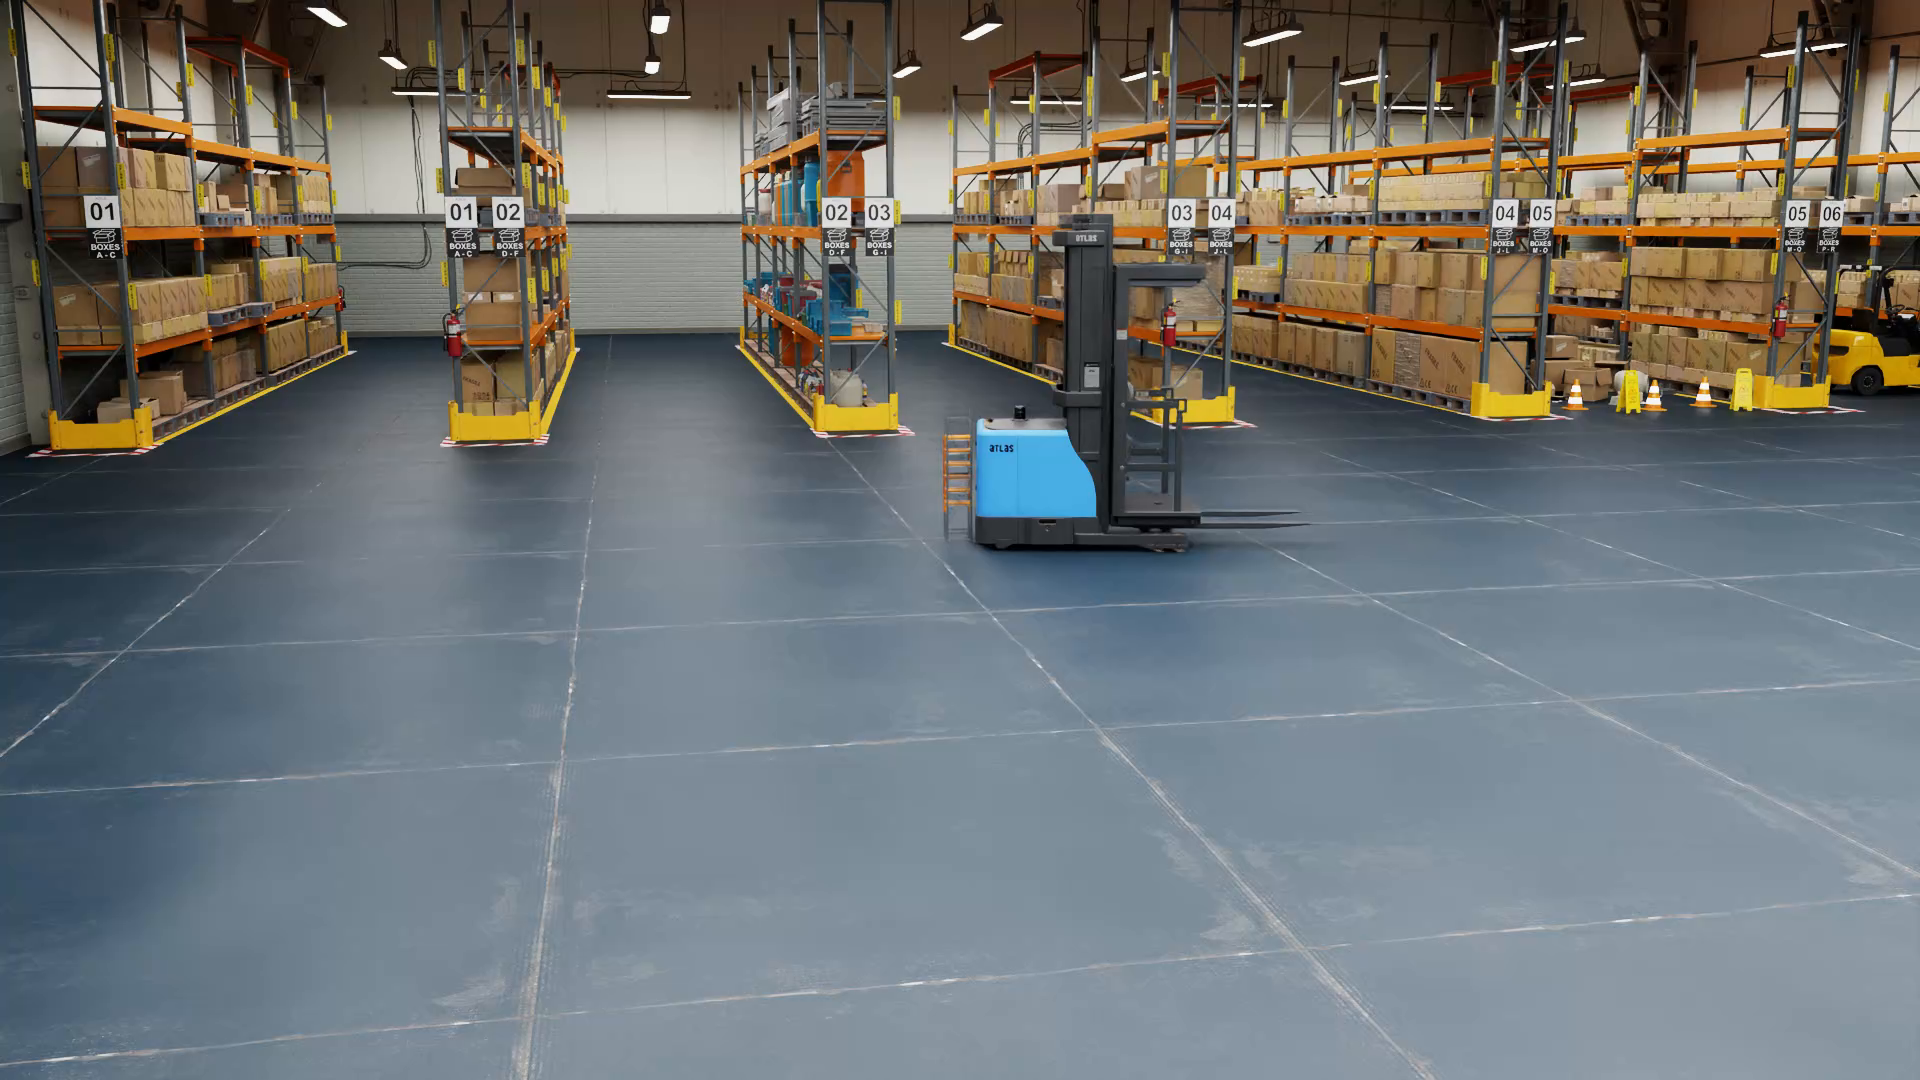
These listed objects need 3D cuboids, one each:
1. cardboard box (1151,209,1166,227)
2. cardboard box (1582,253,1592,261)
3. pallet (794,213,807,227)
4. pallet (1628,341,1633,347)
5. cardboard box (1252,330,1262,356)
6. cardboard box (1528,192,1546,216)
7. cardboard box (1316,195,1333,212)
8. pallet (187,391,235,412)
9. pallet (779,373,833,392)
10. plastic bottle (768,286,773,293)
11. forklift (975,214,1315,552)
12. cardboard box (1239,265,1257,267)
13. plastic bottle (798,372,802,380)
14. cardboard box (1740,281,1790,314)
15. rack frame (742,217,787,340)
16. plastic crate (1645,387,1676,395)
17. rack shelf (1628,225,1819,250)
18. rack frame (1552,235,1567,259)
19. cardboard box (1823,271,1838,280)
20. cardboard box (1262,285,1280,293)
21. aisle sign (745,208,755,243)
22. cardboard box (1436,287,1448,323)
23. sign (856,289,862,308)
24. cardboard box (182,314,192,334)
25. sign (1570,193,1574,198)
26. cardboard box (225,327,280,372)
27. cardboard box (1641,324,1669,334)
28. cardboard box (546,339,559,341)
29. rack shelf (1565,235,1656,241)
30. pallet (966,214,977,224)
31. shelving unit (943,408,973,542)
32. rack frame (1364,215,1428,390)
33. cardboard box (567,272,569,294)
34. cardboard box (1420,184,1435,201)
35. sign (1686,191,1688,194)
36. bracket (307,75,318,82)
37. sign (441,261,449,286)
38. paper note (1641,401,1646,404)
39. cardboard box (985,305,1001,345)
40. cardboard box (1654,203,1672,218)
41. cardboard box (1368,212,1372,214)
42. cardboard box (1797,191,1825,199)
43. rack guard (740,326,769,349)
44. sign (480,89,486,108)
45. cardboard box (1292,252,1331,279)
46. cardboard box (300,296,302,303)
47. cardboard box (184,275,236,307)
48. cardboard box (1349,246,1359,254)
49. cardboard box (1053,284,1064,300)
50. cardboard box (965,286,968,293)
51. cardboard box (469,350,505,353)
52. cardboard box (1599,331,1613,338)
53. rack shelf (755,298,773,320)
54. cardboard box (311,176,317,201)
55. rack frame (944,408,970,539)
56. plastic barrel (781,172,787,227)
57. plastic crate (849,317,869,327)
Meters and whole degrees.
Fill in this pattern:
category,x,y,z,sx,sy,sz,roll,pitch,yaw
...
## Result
category,x,y,z,sx,sy,sz,roll,pitch,yaw
cardboard box,3.104,-4.691,24.253,0.500,0.250,0.500,-2,11,-10
cardboard box,11.856,-5.278,31.037,0.380,0.149,0.250,-3,11,-13
pallet,-1.953,-5.018,26.072,1.213,0.211,1.003,-2,11,-11
pallet,15.898,-4.437,37.996,1.003,0.211,1.213,-2,11,-11
cardboard box,6.295,-4.026,33.942,0.500,0.500,0.500,-2,11,-9
cardboard box,11.391,-6.834,33.711,0.797,0.503,0.637,-3,11,-15
cardboard box,6.899,-6.200,30.625,0.500,0.311,0.500,-2,11,-12
pallet,-12.060,-2.178,26.129,1.003,0.211,1.213,-2,11,-11
pallet,-2.620,-2.763,29.200,1.003,0.211,1.213,-2,11,-11
plastic bottle,-3.676,-4.774,32.442,0.144,0.351,0.185,-2,11,-11
forklift,1.655,-1.432,14.935,3.031,2.935,1.130,0,11,0
cardboard box,6.268,-5.883,36.096,0.380,0.149,0.250,-2,11,-8
plastic bottle,-2.557,-2.567,26.835,0.097,0.271,0.097,0,11,0
cardboard box,12.792,-3.857,26.430,0.500,0.500,0.500,-2,11,-12
rack frame,-4.523,-5.966,38.575,1.000,3.000,0.127,-2,11,-11
plastic crate,11.891,-2.554,28.455,0.402,0.080,0.583,-6,13,-31
rack shelf,12.779,-5.059,27.711,1.077,0.370,4.000,-2,11,-11
rack frame,14.924,-6.688,42.367,1.000,3.000,0.127,-2,11,-11
cardboard box,16.729,-5.047,31.739,0.380,0.149,0.250,-2,11,-13
cardboard box,6.230,-4.998,33.034,0.380,0.149,0.250,-2,11,-10
aisle sign,-4.828,-7.246,38.344,0.394,0.787,0.004,-2,11,-11
cardboard box,8.102,-3.721,26.378,0.875,0.550,0.550,-2,11,-11
sign,-1.647,-3.920,27.080,0.100,0.325,0.005,-2,11,-11
cardboard box,-11.316,-3.082,23.769,0.500,0.250,0.500,-2,11,-11
sign,15.473,-8.613,42.090,0.100,0.325,0.005,-2,11,-11
cardboard box,-12.699,-3.429,29.869,0.750,0.750,0.750,-2,11,-12
cardboard box,12.206,-3.706,29.186,0.380,0.149,0.250,-2,11,-10
cardboard box,-7.742,-3.498,31.113,0.500,0.500,0.500,-3,11,-13
rack shelf,15.313,-7.441,40.226,1.077,0.370,4.000,-2,11,-11
pallet,0.731,-7.217,37.358,1.003,0.211,1.213,-2,11,-11
shelving unit,-0.017,-0.587,15.124,0.258,1.200,0.189,-1,11,-6
rack frame,7.554,-4.108,28.808,1.000,3.000,0.127,-2,11,-11
cardboard box,-8.924,-5.669,36.744,0.500,0.500,0.500,-2,11,-11
cardboard box,7.672,-5.531,26.481,0.500,0.250,0.500,-2,11,-10
sign,12.921,-6.055,29.634,0.100,0.325,0.005,-2,11,-11
bracket,-15.693,-11.201,40.403,0.076,0.066,3.189,-2,11,-11
sign,-6.805,-3.520,21.994,0.100,0.325,0.005,-2,11,-11
paper note,11.032,-2.215,26.805,0.148,0.019,0.142,-6,13,-31
cardboard box,1.064,-4.699,36.477,0.875,0.875,0.875,-2,11,-11
cardboard box,12.317,-5.667,28.586,0.500,0.250,0.500,-2,11,-11
cardboard box,10.042,-7.905,40.017,0.380,0.149,0.250,-2,11,-9
cardboard box,13.299,-5.387,26.047,0.380,0.149,0.250,-2,11,-11
rack guard,-4.540,-4.742,38.829,1.175,0.500,0.348,-2,11,-11
sign,-8.357,-7.743,29.155,0.100,0.325,0.005,-2,11,-11
cardboard box,6.854,-5.299,32.125,0.700,0.500,0.500,-2,11,-11
cardboard box,-13.119,-4.707,32.578,0.380,0.149,0.250,-2,11,-10
cardboard box,-12.319,-4.091,27.275,0.700,0.500,0.500,-2,11,-11
cardboard box,9.870,-6.949,40.795,0.500,0.500,0.500,-2,11,-12
cardboard box,1.992,-4.496,30.128,0.500,0.250,0.500,-2,11,-13
cardboard box,0.333,-5.710,37.901,0.380,0.149,0.250,-2,11,-12
cardboard box,-7.160,-2.622,25.230,0.500,0.500,0.500,-2,11,-11
cardboard box,15.306,-4.852,39.220,0.380,0.149,0.250,-2,11,-13
rack shelf,-3.356,-4.513,32.861,1.077,0.370,4.000,-2,11,-11
cardboard box,-13.534,-7.222,34.152,0.500,0.500,0.500,-2,11,-11
rack frame,-0.026,-0.604,15.213,0.240,1.200,0.006,-1,11,-6
plastic barrel,-2.755,-5.811,28.393,0.600,0.901,0.708,-2,11,-11
plastic crate,-1.625,-3.347,25.520,0.530,0.136,0.437,-2,11,-11
